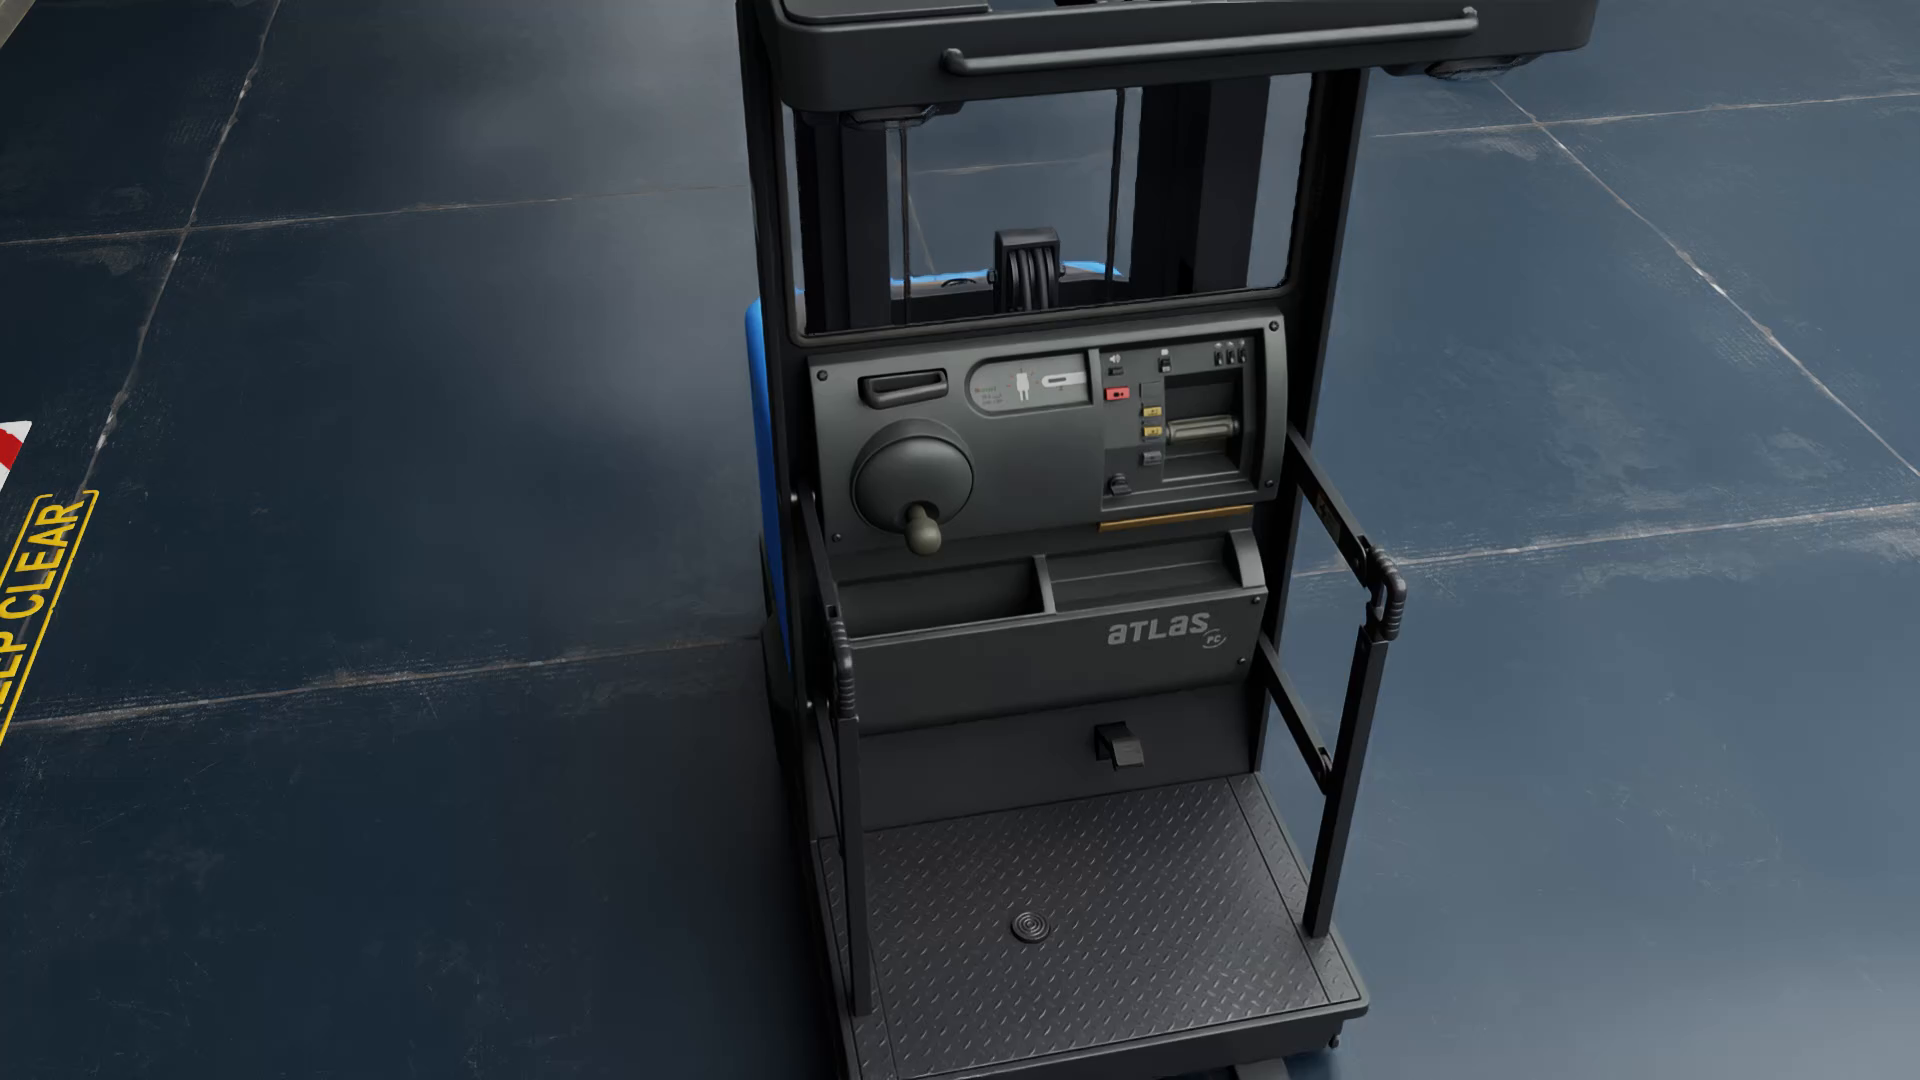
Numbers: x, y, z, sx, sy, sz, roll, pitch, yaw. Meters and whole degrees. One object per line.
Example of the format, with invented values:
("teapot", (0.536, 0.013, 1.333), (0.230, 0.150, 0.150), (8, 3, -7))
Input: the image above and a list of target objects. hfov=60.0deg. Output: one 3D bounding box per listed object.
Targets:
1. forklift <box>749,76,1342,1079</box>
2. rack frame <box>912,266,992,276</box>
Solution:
("forklift", (0.223, -0.134, 3.034), (1.121, 2.935, 3.031), (-7, 38, -9))
("rack frame", (-0.019, -0.422, 5.059), (0.240, 0.900, 0.006), (-6, 38, -8))
